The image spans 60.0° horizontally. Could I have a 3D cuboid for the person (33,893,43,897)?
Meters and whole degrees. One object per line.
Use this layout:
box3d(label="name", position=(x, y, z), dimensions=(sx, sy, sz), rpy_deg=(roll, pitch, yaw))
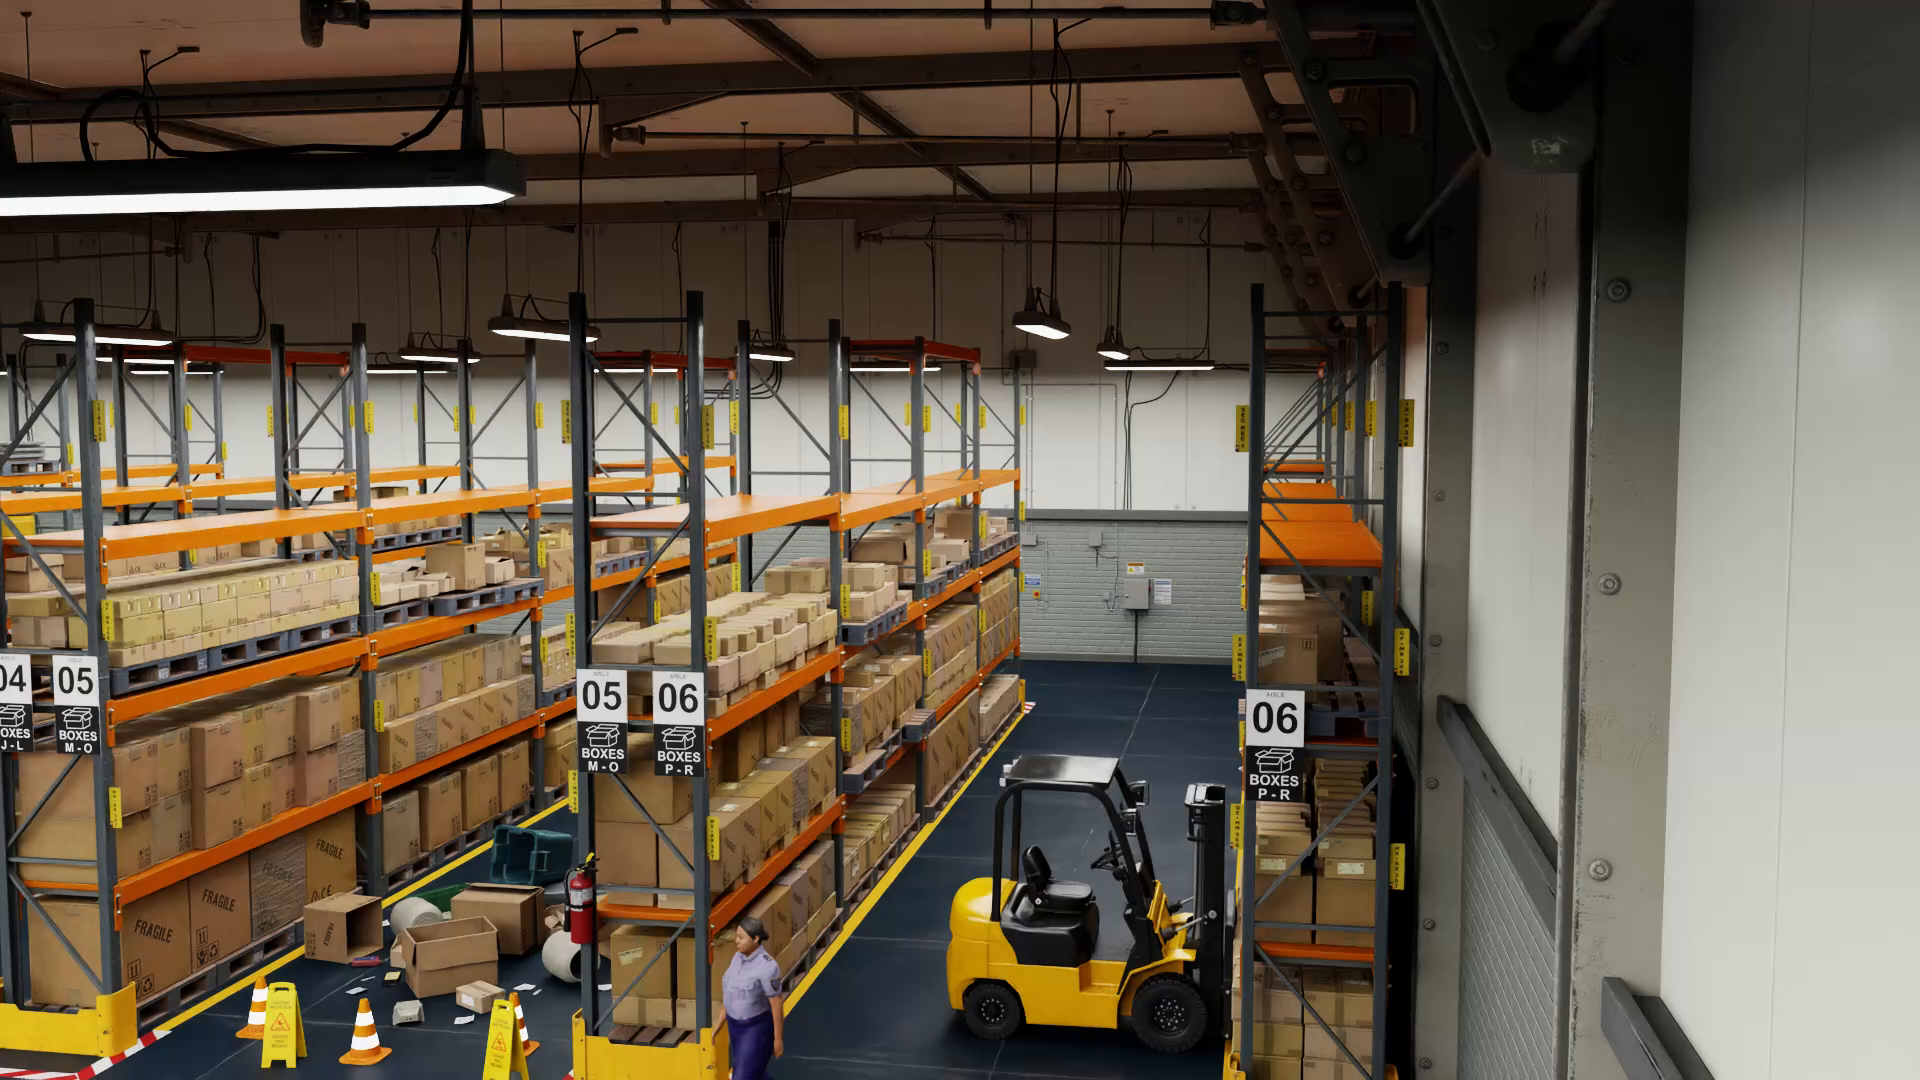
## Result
box3d(label="person", position=(-8.523, 3.090, 15.689), dimensions=(0.583, 1.659, 0.548), rpy_deg=(0, 5, -2))

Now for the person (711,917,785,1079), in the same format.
box3d(label="person", position=(-1.475, 3.433, 11.561), dimensions=(0.812, 1.619, 0.553), rpy_deg=(-3, 6, -33))
